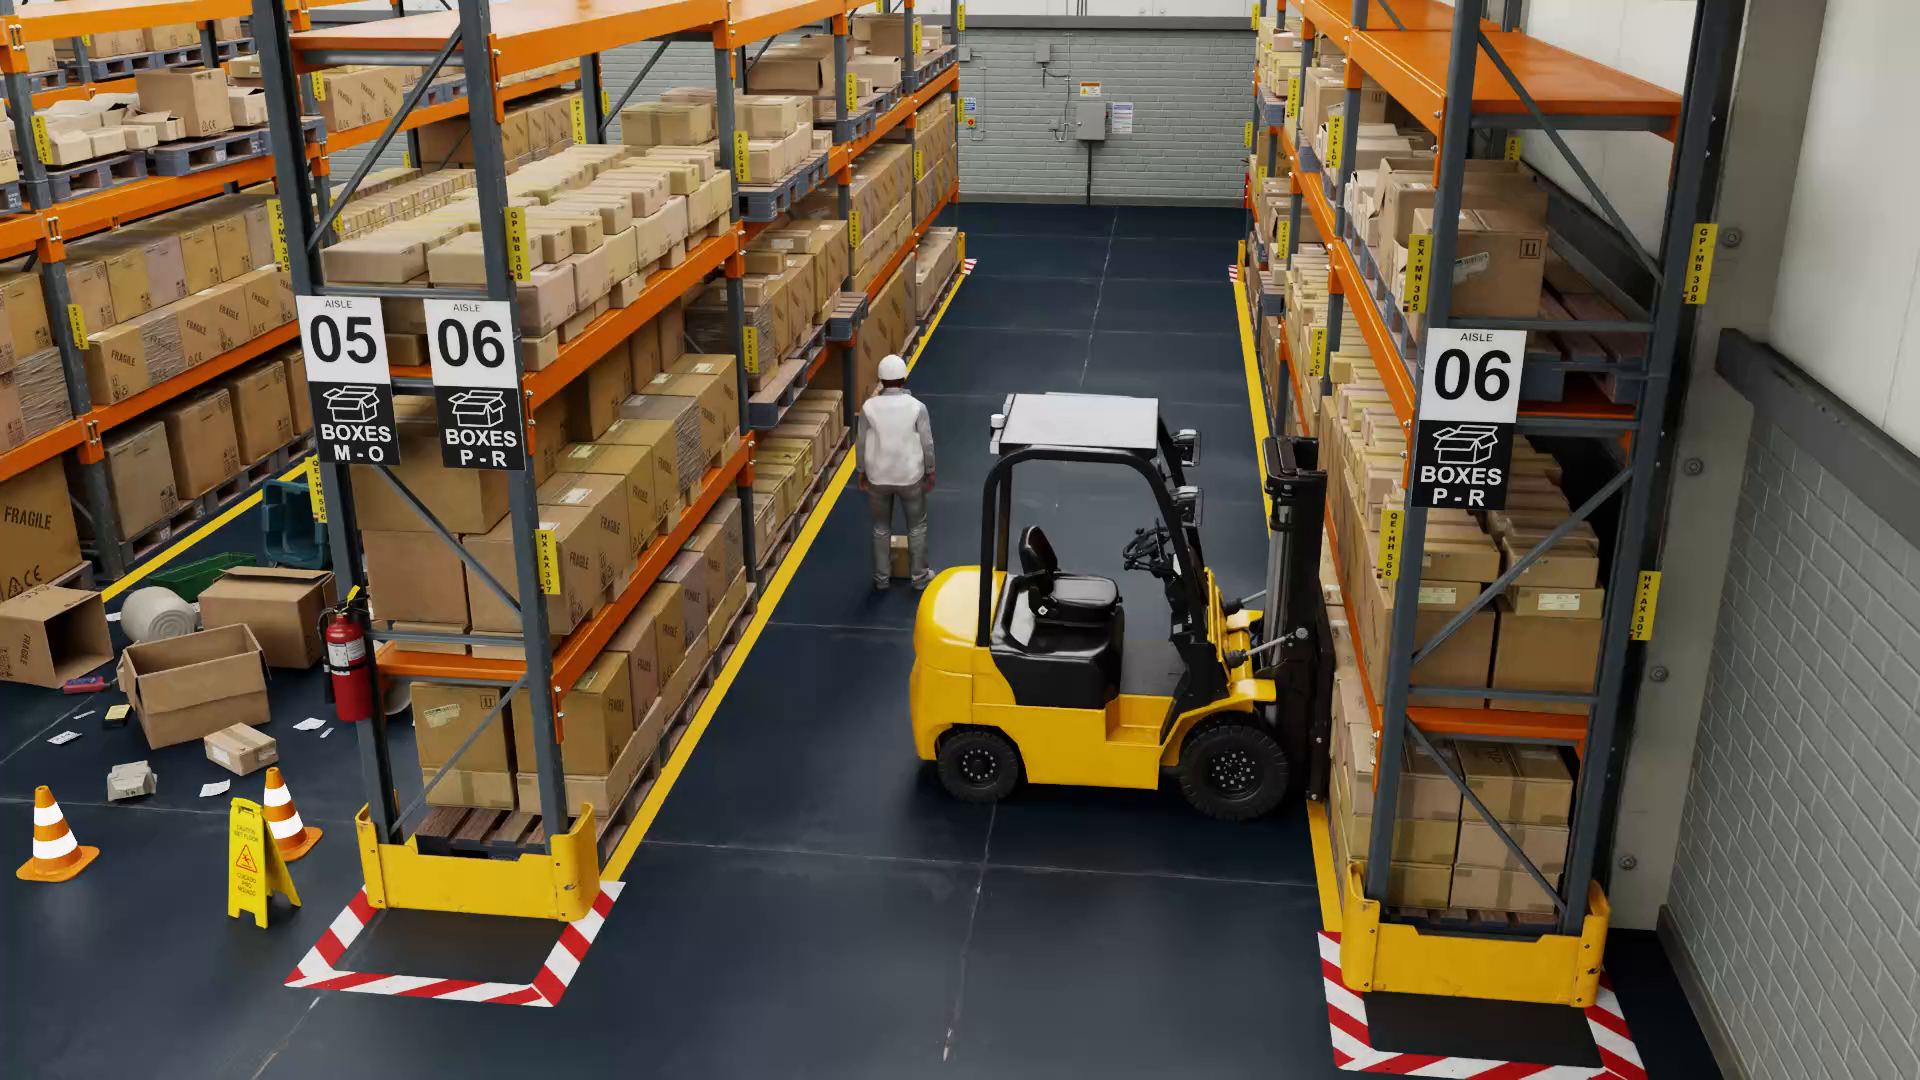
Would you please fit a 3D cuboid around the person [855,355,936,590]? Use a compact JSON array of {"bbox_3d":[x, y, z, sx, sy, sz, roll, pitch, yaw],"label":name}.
[{"bbox_3d":[-0.477,-0.491,12.322,0.588,1.771,0.464,2,21,4],"label":"person"}]
